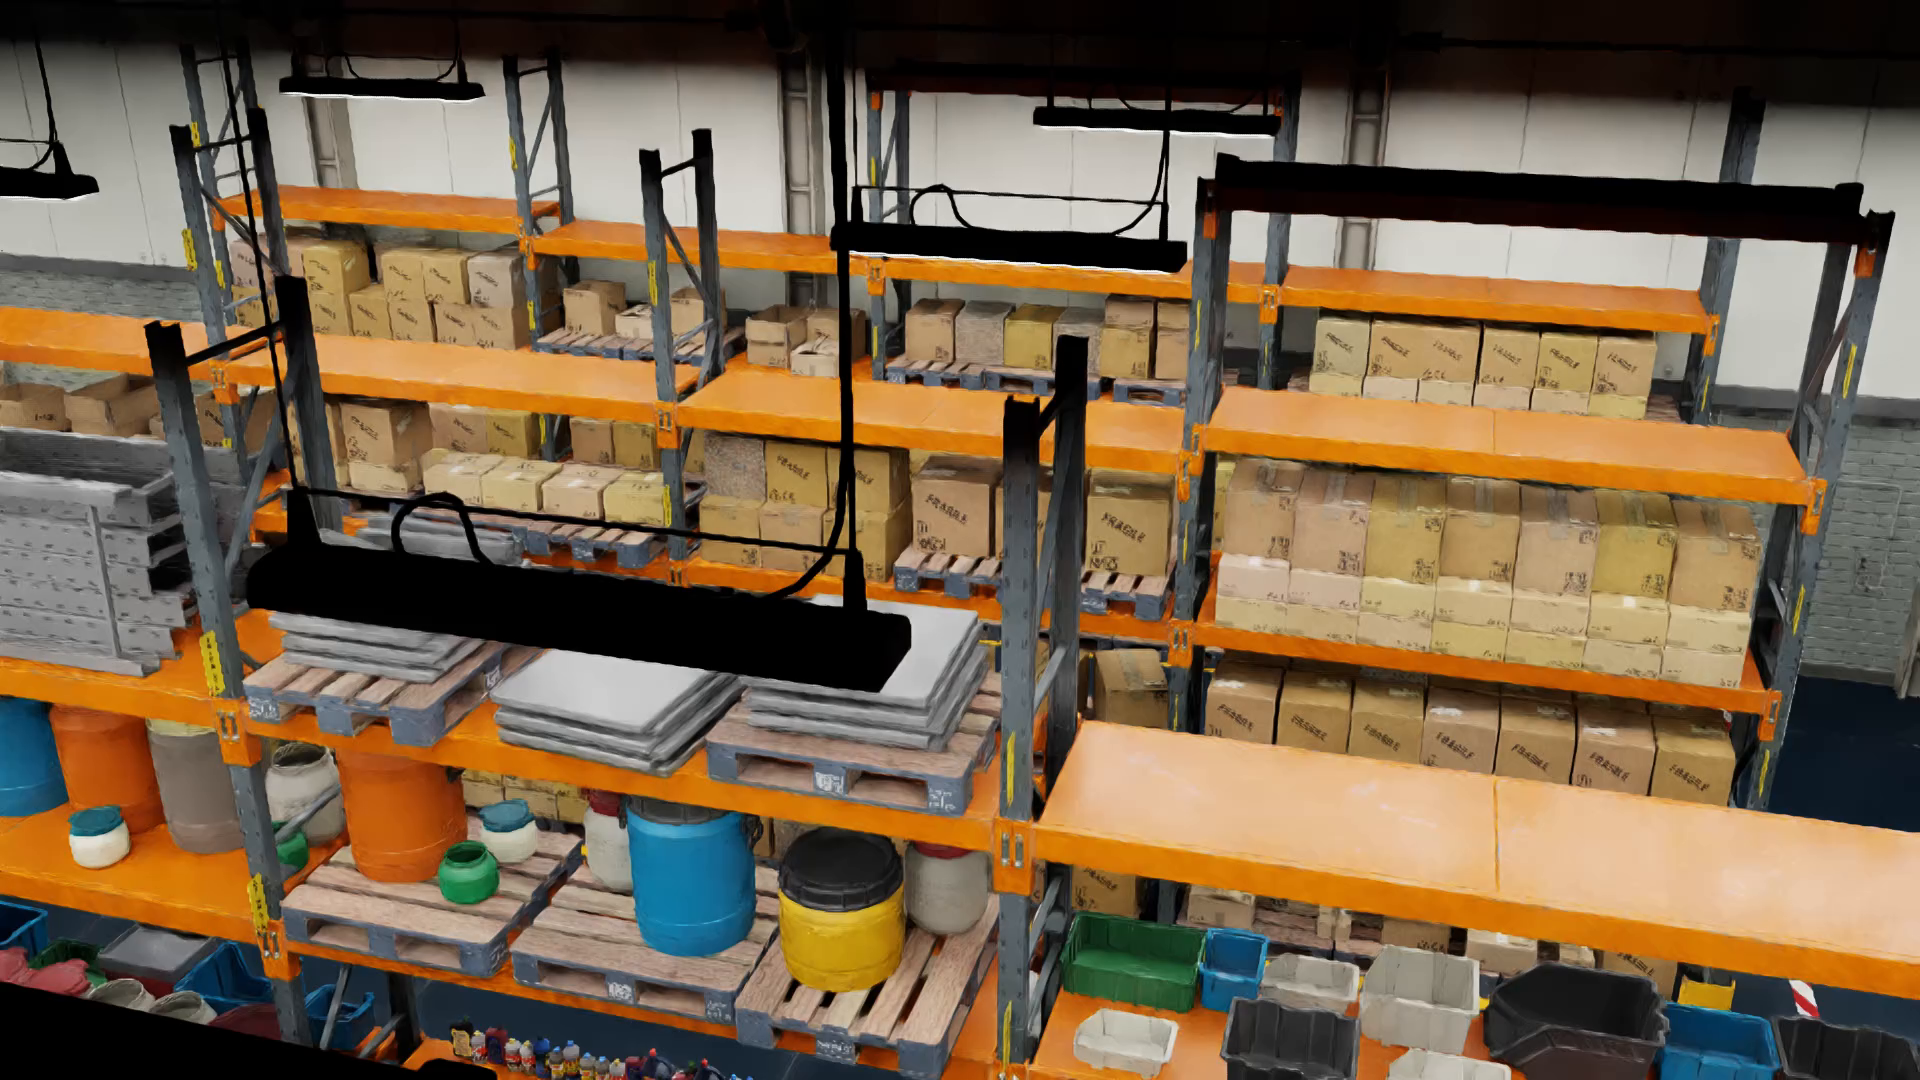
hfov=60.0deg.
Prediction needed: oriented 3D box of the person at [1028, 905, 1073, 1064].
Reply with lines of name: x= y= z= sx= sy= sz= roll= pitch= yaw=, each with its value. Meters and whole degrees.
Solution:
person: x=0.541 y=3.145 z=10.895 sx=0.569 sy=1.770 sz=0.446 roll=-4 pitch=23 yaw=-10
